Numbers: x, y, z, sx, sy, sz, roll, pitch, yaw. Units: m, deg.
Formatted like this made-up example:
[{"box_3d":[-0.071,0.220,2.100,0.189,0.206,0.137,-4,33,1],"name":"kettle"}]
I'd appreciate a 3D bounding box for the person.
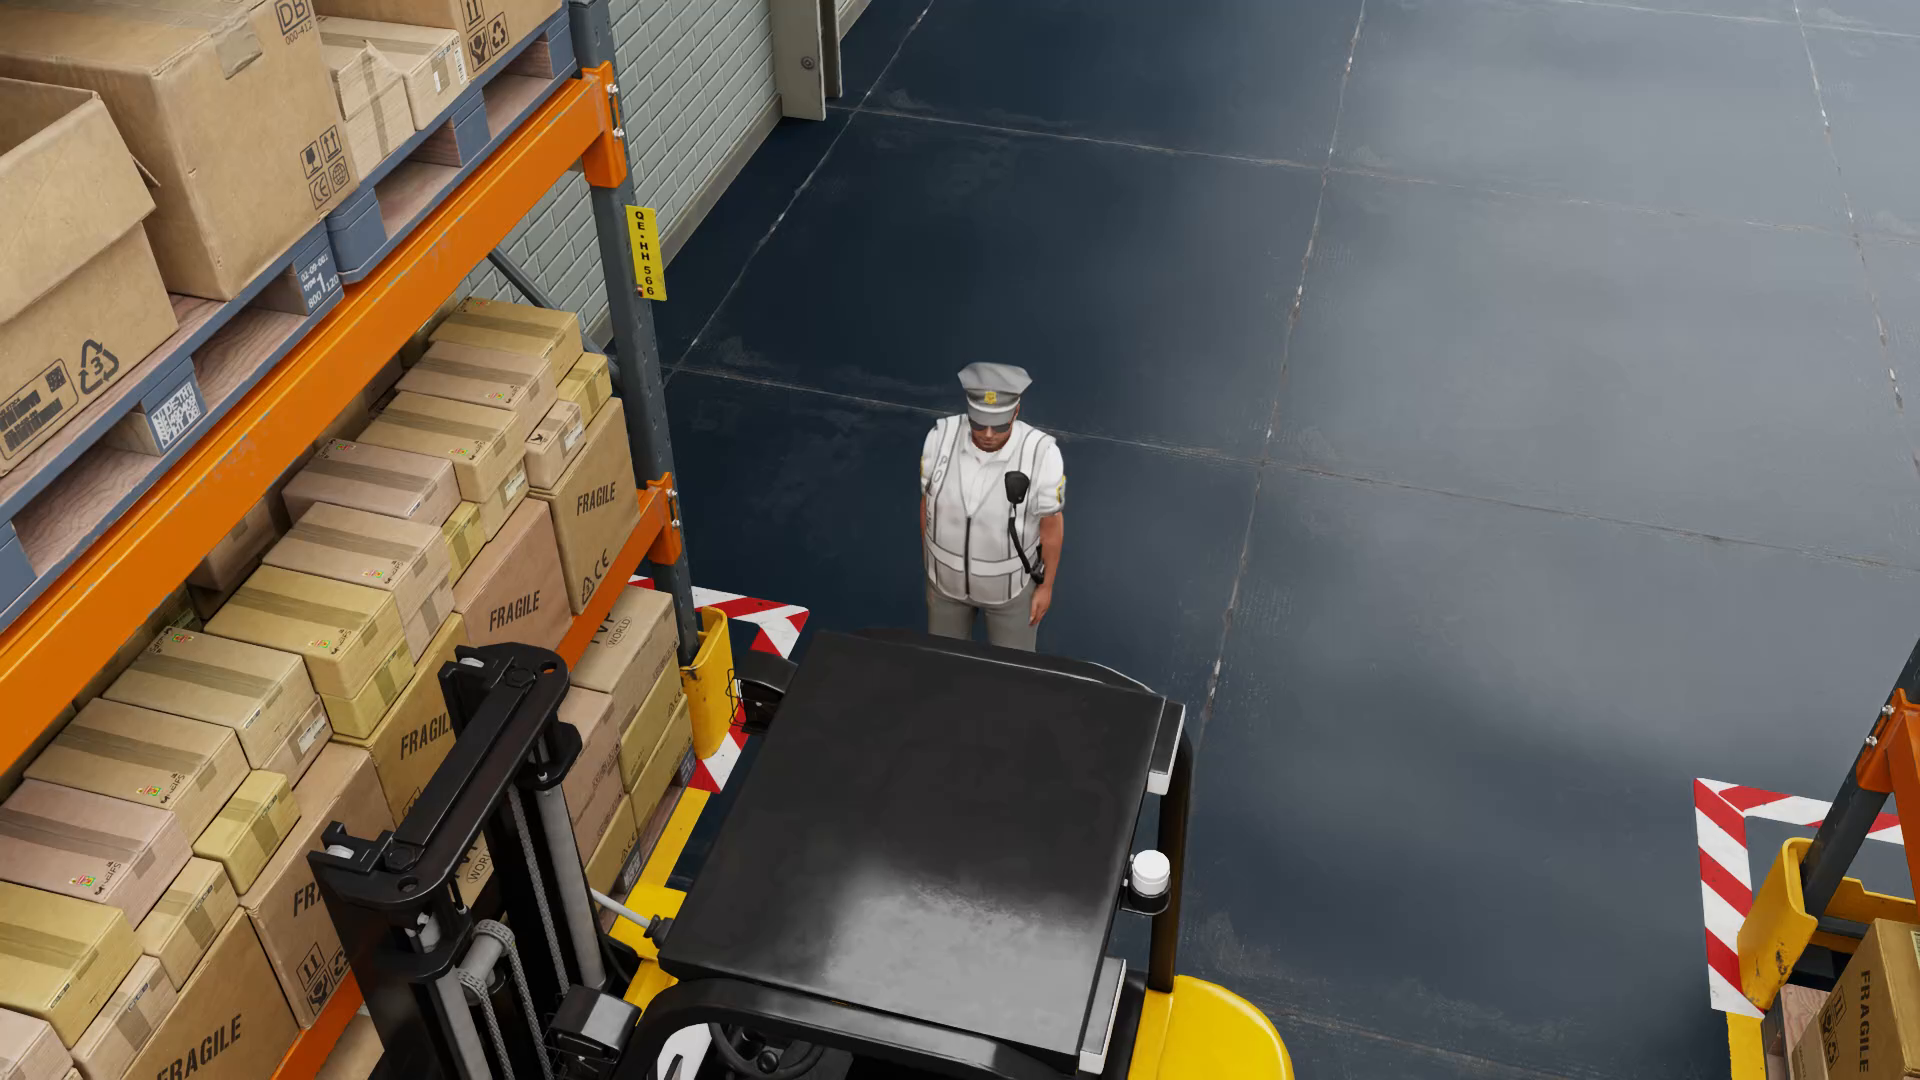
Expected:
[{"box_3d":[0.097,0.127,6.013,0.527,1.749,0.377,11,42,12],"name":"person"}]
